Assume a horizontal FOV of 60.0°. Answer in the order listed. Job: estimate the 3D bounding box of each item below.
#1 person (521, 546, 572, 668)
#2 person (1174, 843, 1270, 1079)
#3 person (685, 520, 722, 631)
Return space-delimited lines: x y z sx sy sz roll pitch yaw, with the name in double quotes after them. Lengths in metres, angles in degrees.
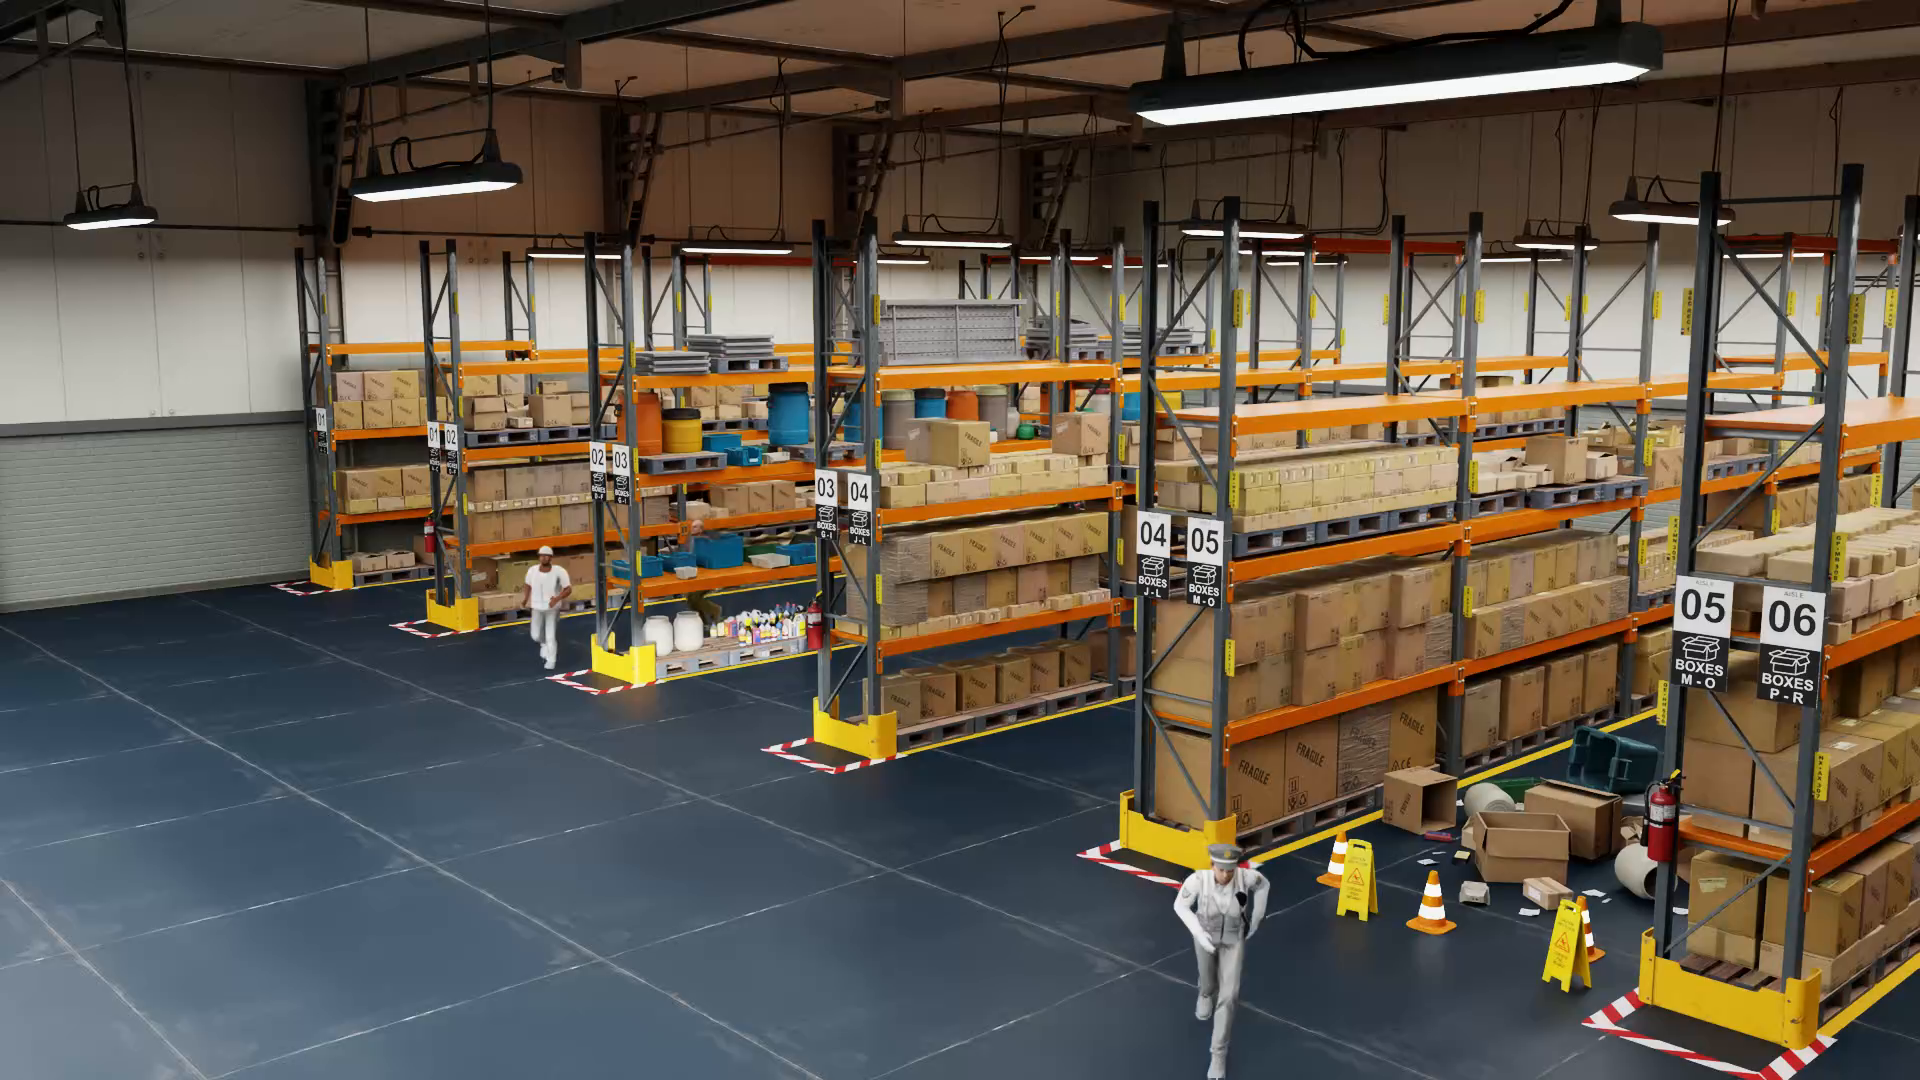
-5.759 0.938 23.122 0.703 1.718 0.582 1 8 3 "person"
1.770 2.749 11.381 0.655 1.627 0.979 0 8 0 "person"
-3.999 0.548 25.527 0.718 1.739 0.641 7 11 41 "person"
